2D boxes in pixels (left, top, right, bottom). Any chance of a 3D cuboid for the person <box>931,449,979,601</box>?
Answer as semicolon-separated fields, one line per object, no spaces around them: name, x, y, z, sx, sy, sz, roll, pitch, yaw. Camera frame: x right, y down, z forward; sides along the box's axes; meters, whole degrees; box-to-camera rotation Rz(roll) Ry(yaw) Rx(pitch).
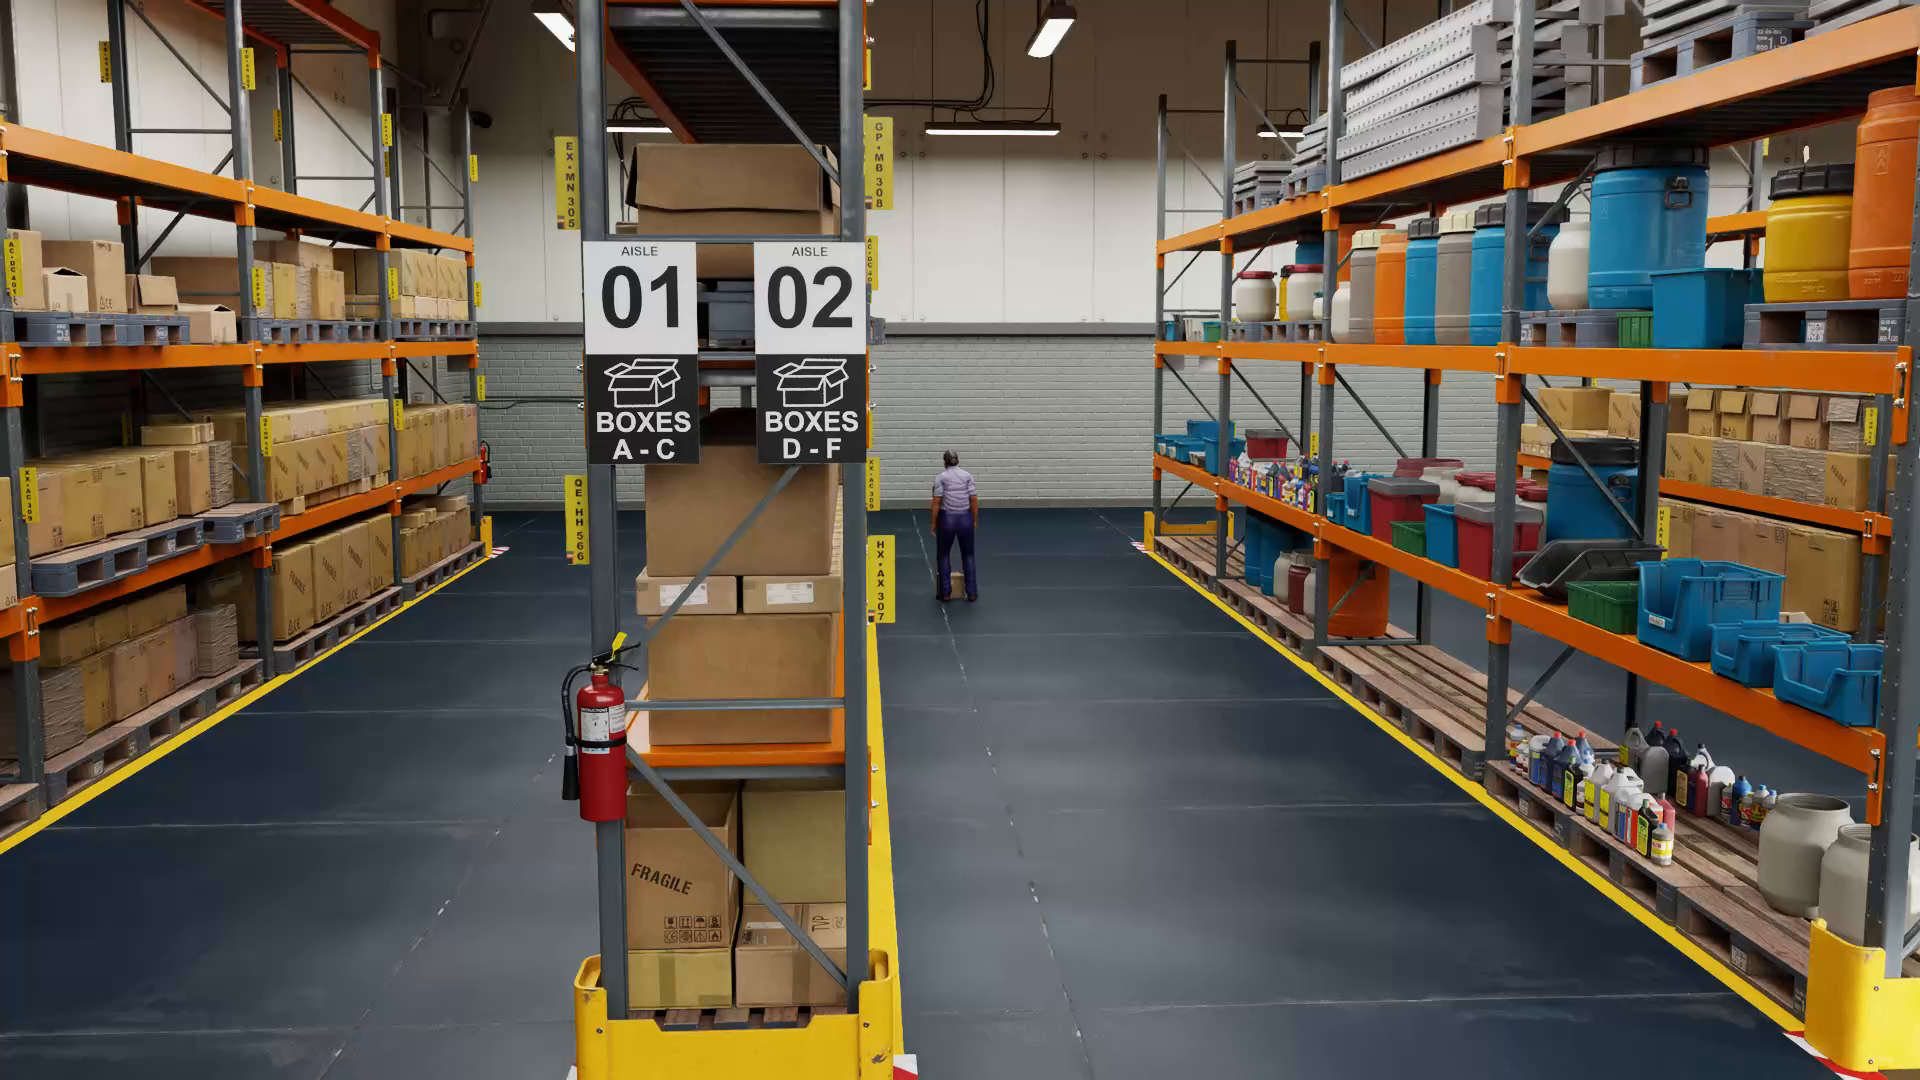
person;-0.047;-0.163;18.117;0.565;1.651;0.371;-2;7;-15
